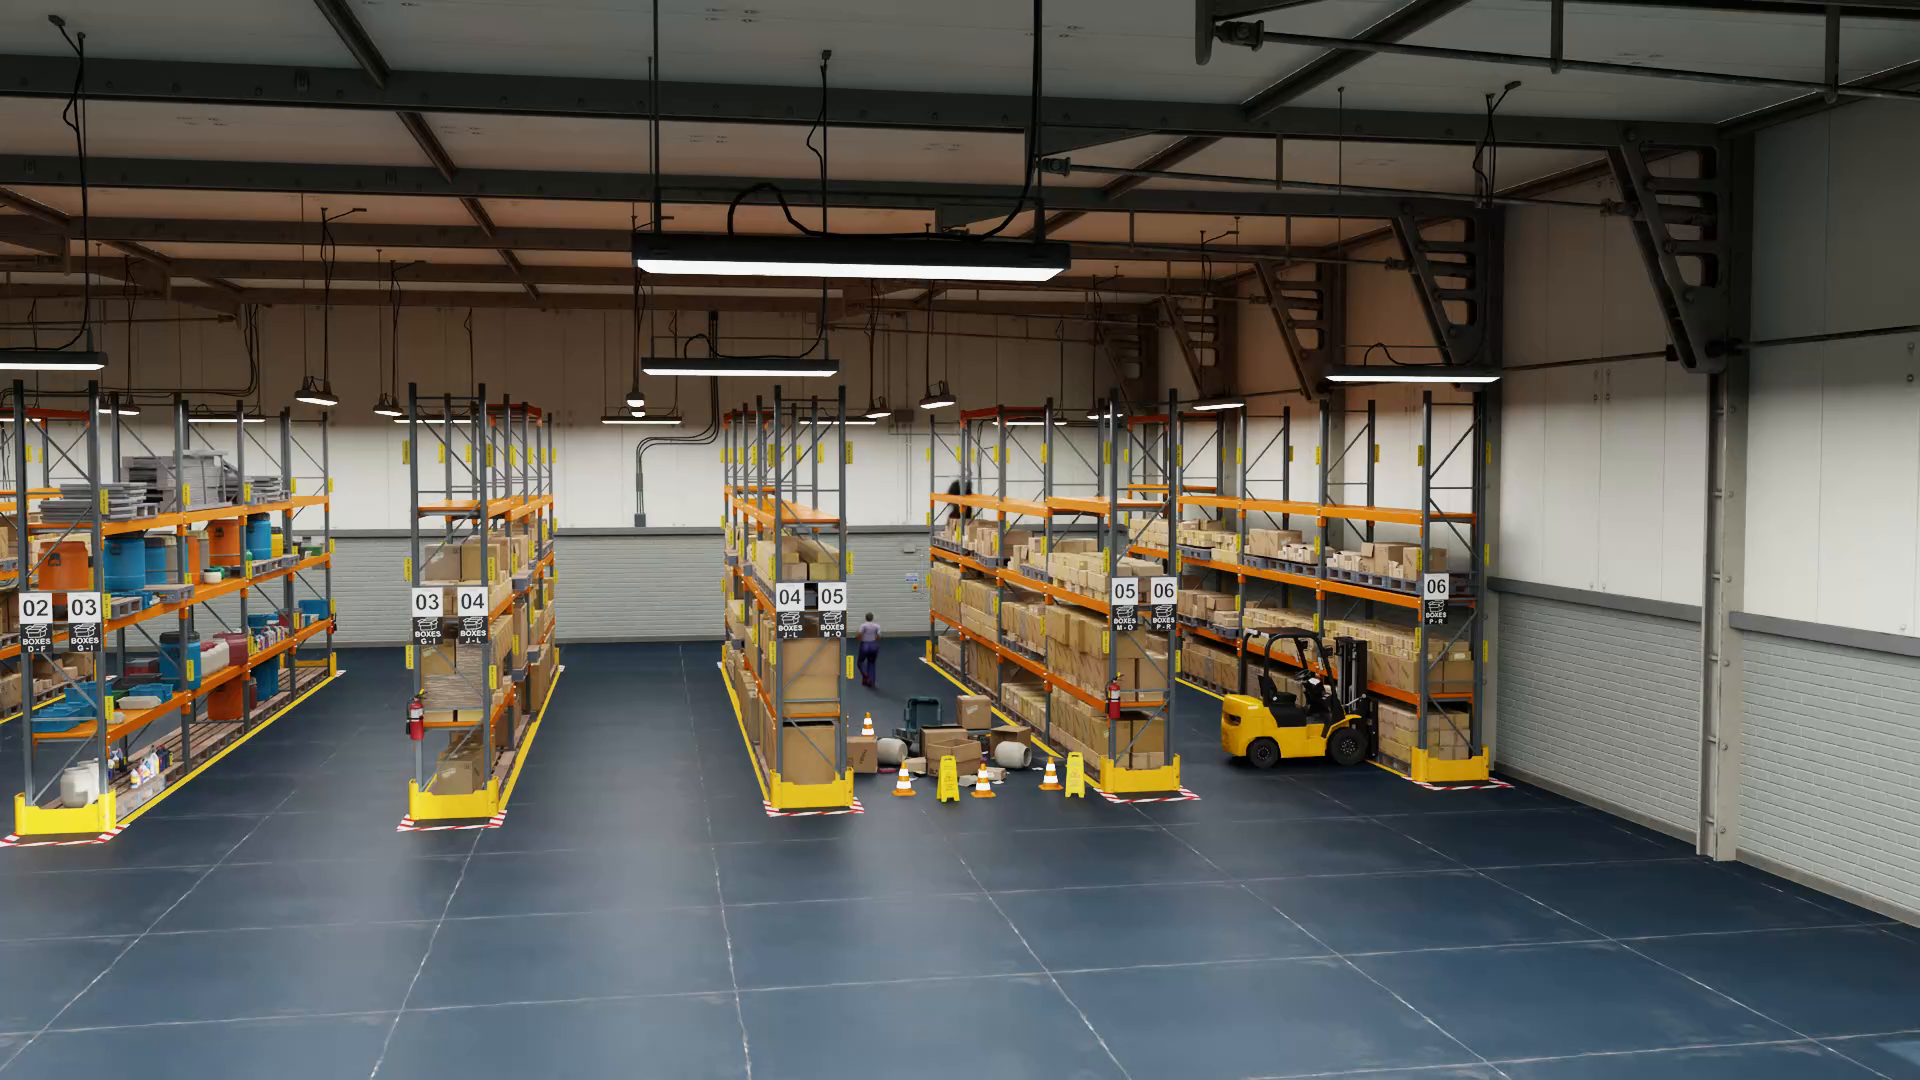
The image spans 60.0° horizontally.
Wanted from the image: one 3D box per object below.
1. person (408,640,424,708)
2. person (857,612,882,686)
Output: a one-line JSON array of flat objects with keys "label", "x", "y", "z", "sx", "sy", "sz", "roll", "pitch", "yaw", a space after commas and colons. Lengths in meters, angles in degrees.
[{"label": "person", "x": -10.642, "y": 2.508, "z": 33.128, "sx": 0.693, "sy": 1.673, "sz": 0.681, "roll": -1, "pitch": 3, "yaw": -15}, {"label": "person", "x": -2.017, "y": 2.360, "z": 36.193, "sx": 0.593, "sy": 1.604, "sz": 0.545, "roll": -1, "pitch": 3, "yaw": -21}]
